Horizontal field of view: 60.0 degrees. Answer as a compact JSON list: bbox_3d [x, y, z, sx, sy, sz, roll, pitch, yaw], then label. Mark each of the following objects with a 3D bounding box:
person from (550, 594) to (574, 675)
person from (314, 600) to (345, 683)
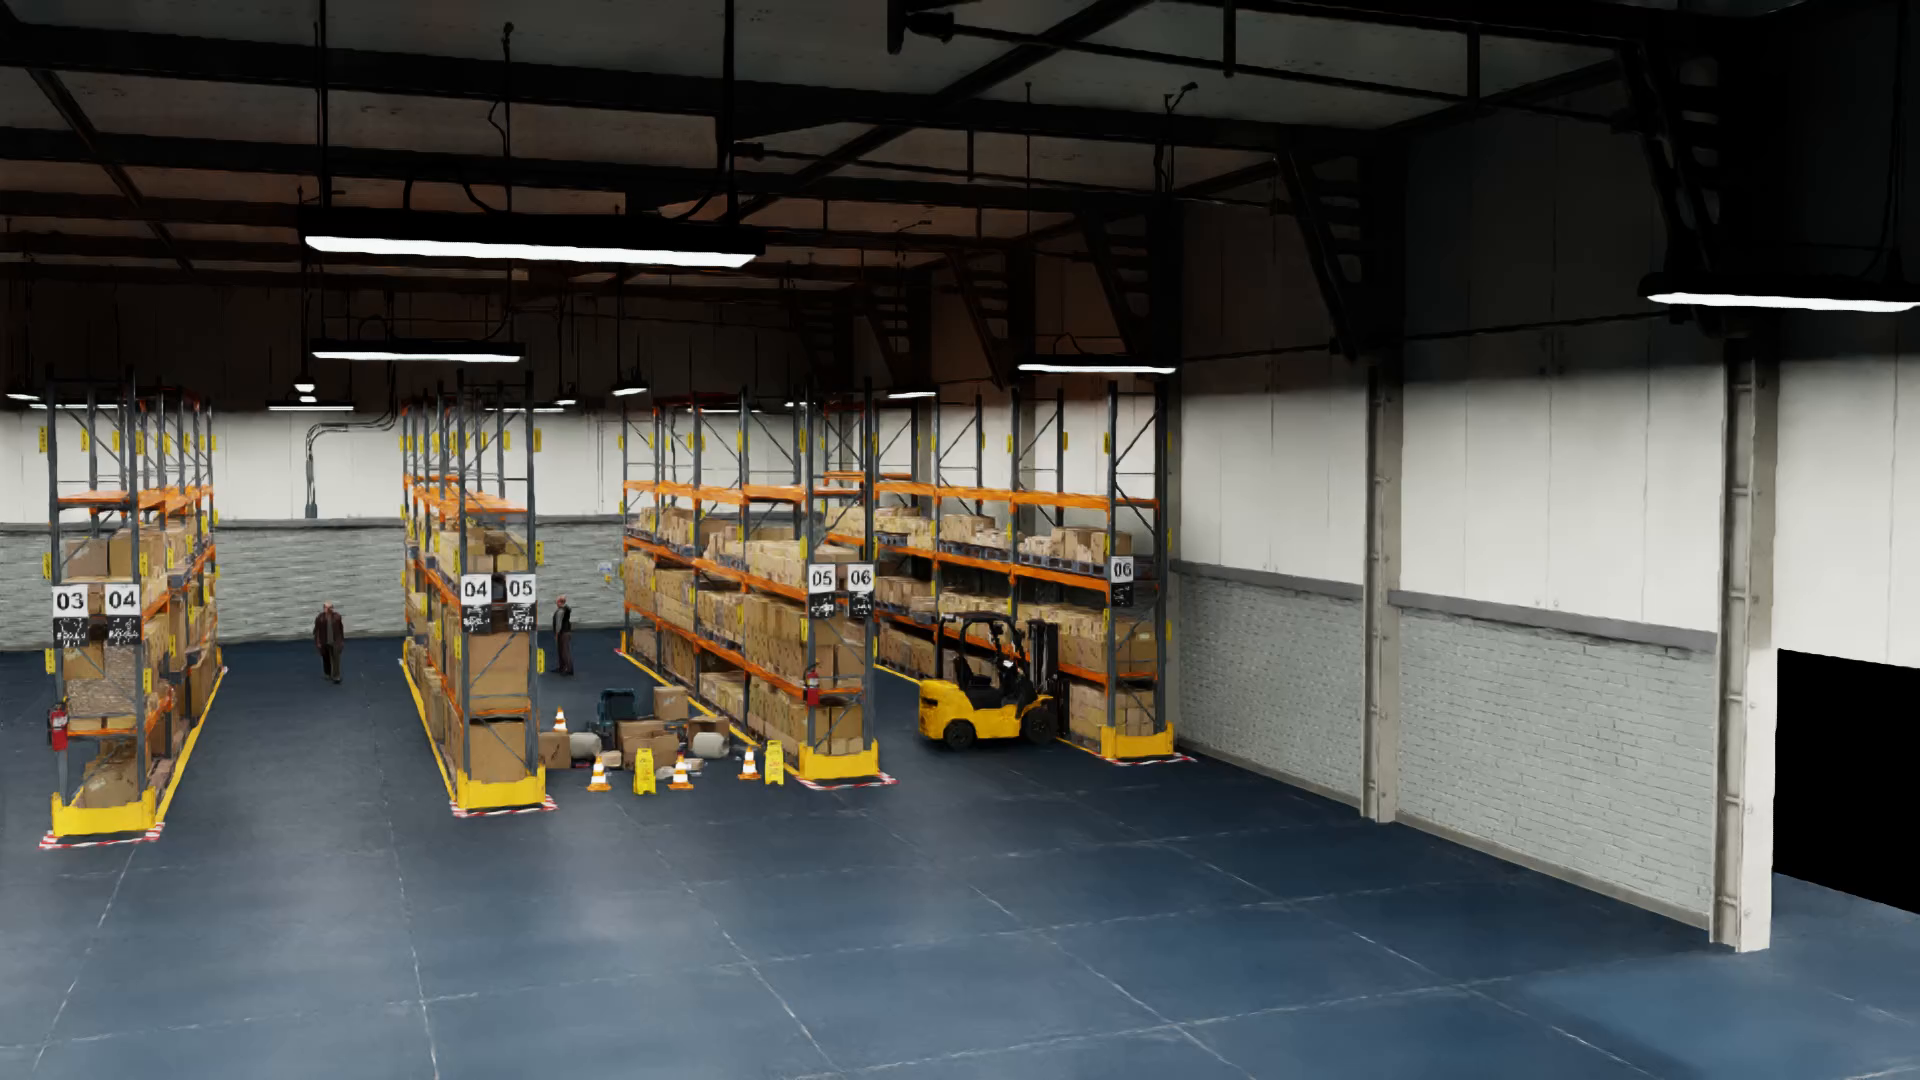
[{"bbox_3d":[-8.612,2.031,35.908,0.581,1.718,0.640,0,3,1],"label":"person"},{"bbox_3d":[-13.173,2.105,34.729,0.598,1.698,1.193,-1,4,-19],"label":"person"}]
